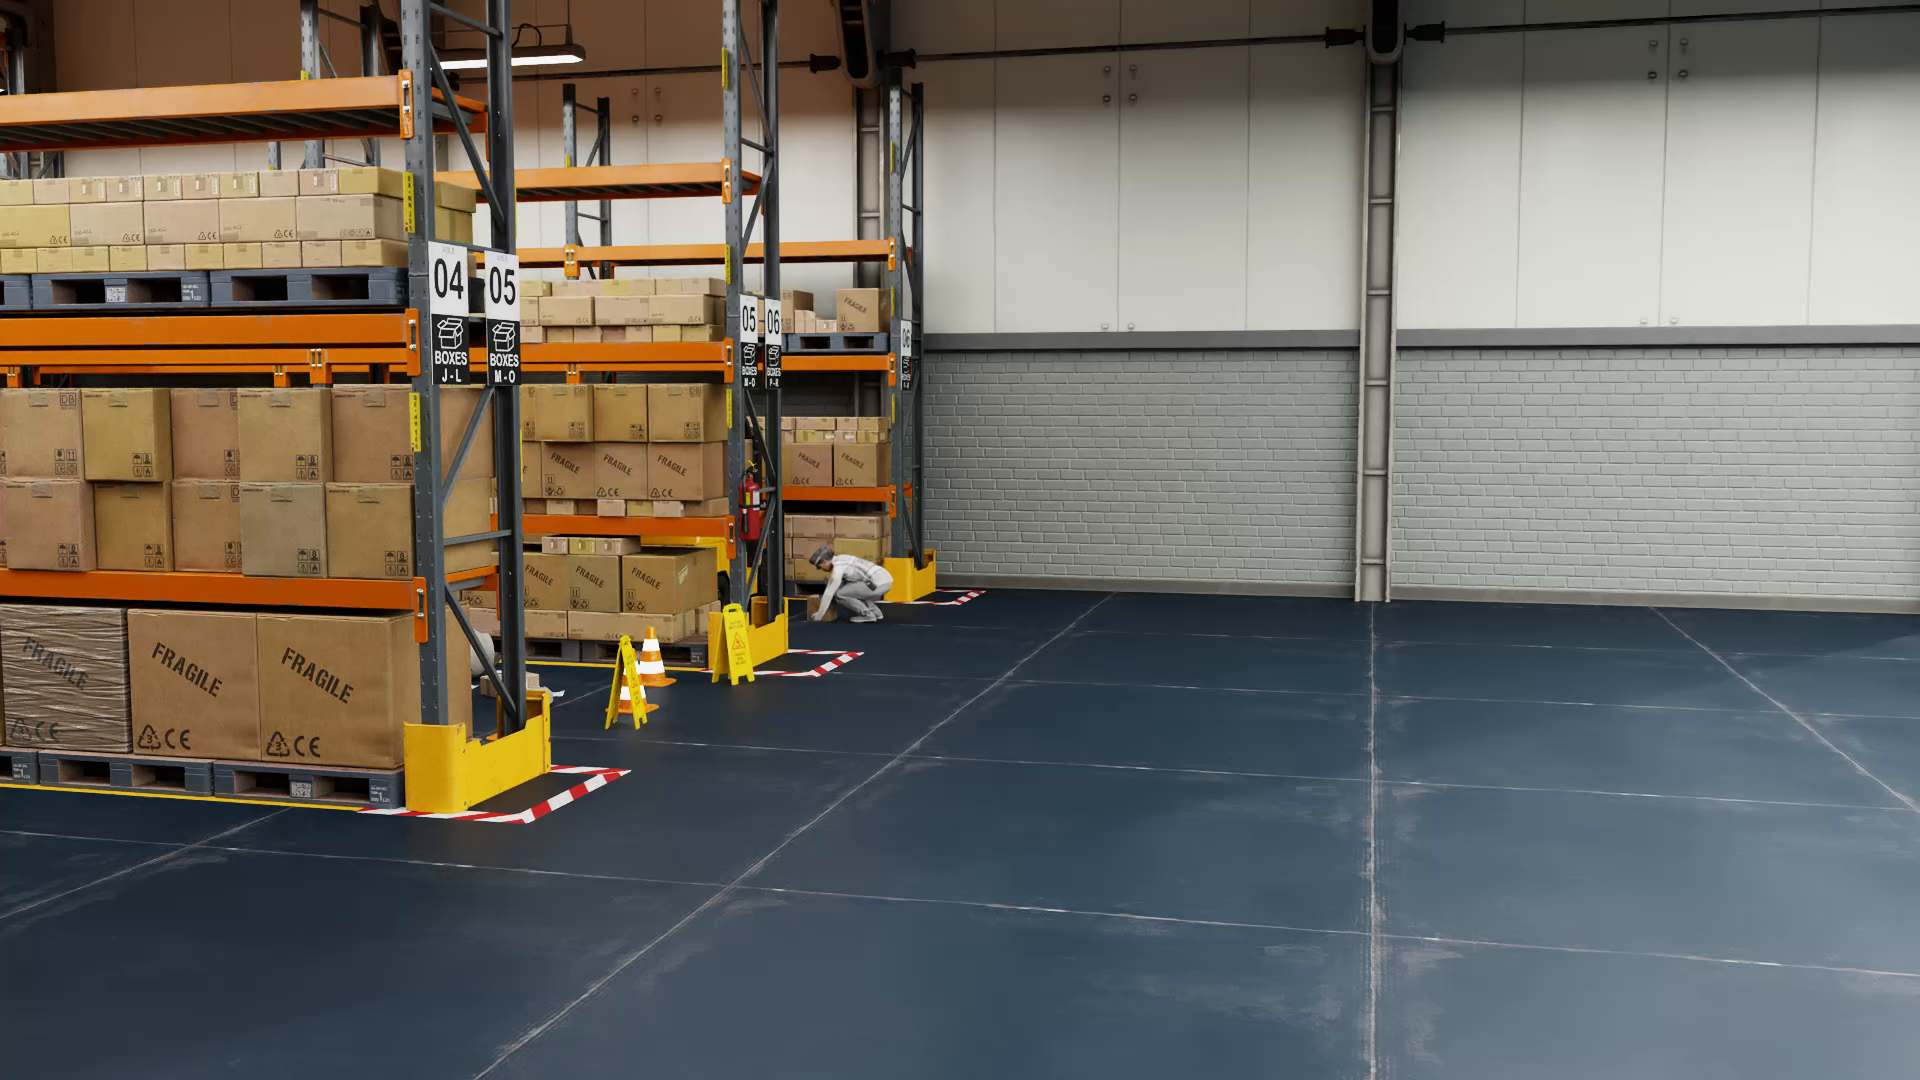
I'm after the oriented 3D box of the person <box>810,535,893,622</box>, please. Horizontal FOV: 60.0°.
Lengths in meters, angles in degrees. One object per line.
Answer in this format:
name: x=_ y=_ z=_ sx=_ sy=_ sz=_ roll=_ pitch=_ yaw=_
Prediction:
person: x=-1.137 y=0.396 z=17.384 sx=0.879 sy=0.903 sz=0.458 roll=1 pitch=5 yaw=11
